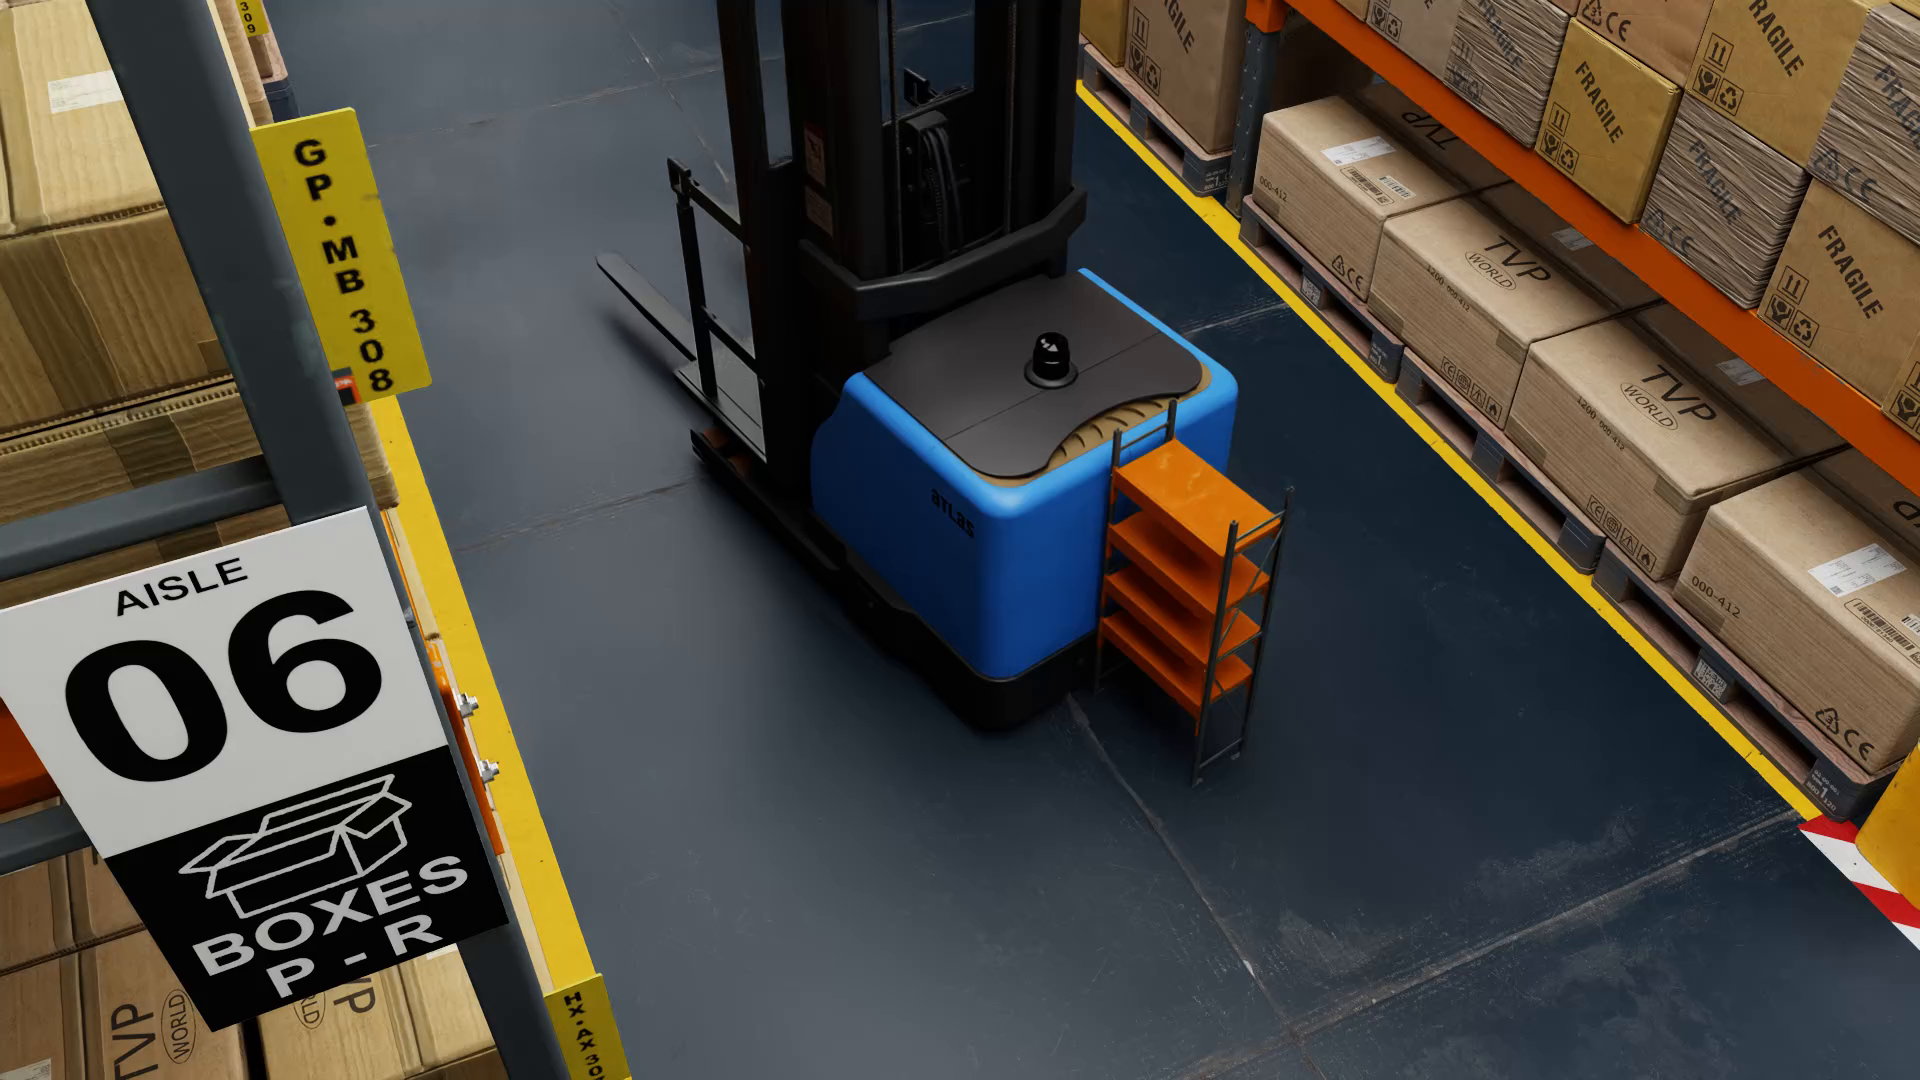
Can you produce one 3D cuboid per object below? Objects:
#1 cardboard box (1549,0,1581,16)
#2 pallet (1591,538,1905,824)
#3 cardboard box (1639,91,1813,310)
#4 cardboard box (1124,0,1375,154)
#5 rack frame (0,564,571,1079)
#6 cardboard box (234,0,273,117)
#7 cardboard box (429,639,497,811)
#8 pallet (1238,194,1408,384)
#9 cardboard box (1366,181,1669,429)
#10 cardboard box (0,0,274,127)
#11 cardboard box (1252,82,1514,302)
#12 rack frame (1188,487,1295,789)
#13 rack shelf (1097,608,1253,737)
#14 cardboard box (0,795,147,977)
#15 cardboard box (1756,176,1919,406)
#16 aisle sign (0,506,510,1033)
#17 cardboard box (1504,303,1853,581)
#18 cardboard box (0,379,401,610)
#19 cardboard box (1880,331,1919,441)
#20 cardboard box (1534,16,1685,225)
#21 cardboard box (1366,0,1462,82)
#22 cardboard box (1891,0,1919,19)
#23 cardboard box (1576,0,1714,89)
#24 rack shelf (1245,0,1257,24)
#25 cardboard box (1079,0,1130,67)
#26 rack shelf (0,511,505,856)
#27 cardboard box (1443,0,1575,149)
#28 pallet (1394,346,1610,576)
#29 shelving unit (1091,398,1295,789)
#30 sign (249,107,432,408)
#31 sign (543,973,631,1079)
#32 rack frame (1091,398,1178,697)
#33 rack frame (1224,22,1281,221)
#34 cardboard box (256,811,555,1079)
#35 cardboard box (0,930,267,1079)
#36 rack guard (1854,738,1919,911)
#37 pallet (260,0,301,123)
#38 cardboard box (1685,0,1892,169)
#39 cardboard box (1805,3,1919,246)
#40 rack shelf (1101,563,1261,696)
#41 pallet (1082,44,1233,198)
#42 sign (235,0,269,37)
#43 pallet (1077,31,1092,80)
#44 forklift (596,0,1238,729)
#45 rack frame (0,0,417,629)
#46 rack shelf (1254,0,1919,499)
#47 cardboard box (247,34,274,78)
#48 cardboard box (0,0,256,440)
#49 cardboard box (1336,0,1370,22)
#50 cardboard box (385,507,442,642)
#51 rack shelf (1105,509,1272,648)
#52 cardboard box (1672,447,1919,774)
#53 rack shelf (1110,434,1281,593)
[{"bbox_3d":[2.118,-2.108,5.467,0.500,0.500,0.500,-17,47,-17],"label":"cardboard box"},{"bbox_3d":[3.000,0.311,5.785,1.003,0.211,1.213,-18,47,-17],"label":"pallet"},{"bbox_3d":[2.542,-1.110,5.168,0.500,0.500,0.500,-17,47,-16],"label":"cardboard box"},{"bbox_3d":[1.392,-2.509,7.871,0.875,0.875,0.875,-17,47,-16],"label":"cardboard box"},{"bbox_3d":[-1.094,1.273,2.825,1.000,3.000,0.127,-18,47,-17],"label":"rack frame"},{"bbox_3d":[-1.469,-0.859,2.744,0.500,0.250,0.500,-19,48,-19],"label":"cardboard box"},{"bbox_3d":[-1.253,0.530,3.472,0.500,0.250,0.500,-18,47,-17],"label":"cardboard box"},{"bbox_3d":[1.974,-1.244,7.361,1.003,0.211,1.213,-18,47,-17],"label":"pallet"},{"bbox_3d":[2.269,-0.980,6.633,0.875,0.438,0.875,-19,48,-19],"label":"cardboard box"},{"bbox_3d":[-1.250,-0.712,2.239,0.500,0.250,0.500,-18,47,-18],"label":"cardboard box"},{"bbox_3d":[1.892,-1.550,7.211,0.875,0.438,0.875,-19,48,-18],"label":"cardboard box"},{"bbox_3d":[0.846,0.331,5.061,0.240,1.200,0.015,-28,51,-26],"label":"rack frame"},{"bbox_3d":[0.698,0.384,5.386,0.258,0.148,0.480,-28,51,-26],"label":"rack shelf"},{"bbox_3d":[-1.744,0.676,3.324,0.500,0.250,0.500,-18,47,-17],"label":"cardboard box"},{"bbox_3d":[2.767,-0.785,4.838,0.500,0.500,0.500,-19,48,-18],"label":"cardboard box"},{"bbox_3d":[-0.799,0.304,1.955,0.394,0.787,0.004,-18,47,-17],"label":"aisle sign"},{"bbox_3d":[2.647,-0.405,6.050,0.875,0.438,0.875,-17,47,-16],"label":"cardboard box"},{"bbox_3d":[-1.033,-0.211,2.088,0.500,0.250,0.500,-19,48,-18],"label":"cardboard box"},{"bbox_3d":[2.965,-0.460,4.510,0.500,0.500,0.500,-18,47,-17],"label":"cardboard box"},{"bbox_3d":[2.313,-1.435,5.497,0.500,0.500,0.500,-17,47,-16],"label":"cardboard box"},{"bbox_3d":[1.893,-2.082,6.153,0.500,0.500,0.500,-18,47,-17],"label":"cardboard box"},{"bbox_3d":[2.693,-1.455,4.344,0.380,0.149,0.250,-17,47,-17],"label":"cardboard box"},{"bbox_3d":[2.328,-1.786,5.141,0.500,0.500,0.500,-18,47,-18],"label":"cardboard box"},{"bbox_3d":[0.885,-3.763,8.440,1.077,0.370,4.000,-18,47,-17],"label":"rack shelf"},{"bbox_3d":[1.006,-3.083,8.452,0.875,0.875,0.875,-17,47,-16],"label":"cardboard box"},{"bbox_3d":[-1.935,-0.814,3.315,1.077,0.370,4.000,-18,47,-17],"label":"rack shelf"},{"bbox_3d":[2.097,-1.763,5.830,0.500,0.500,0.500,-18,47,-17],"label":"cardboard box"},{"bbox_3d":[2.491,-0.466,6.572,1.003,0.211,1.213,-18,47,-17],"label":"pallet"},{"bbox_3d":[0.698,0.194,5.199,0.258,1.200,0.503,-28,51,-26],"label":"shelving unit"},{"bbox_3d":[-0.602,-0.267,1.627,0.100,0.325,0.005,-18,47,-17],"label":"sign"},{"bbox_3d":[-0.602,0.804,2.683,0.100,0.325,0.005,-18,47,-17],"label":"sign"},{"bbox_3d":[0.550,0.058,5.337,0.240,1.200,0.015,-28,51,-26],"label":"rack frame"},{"bbox_3d":[1.726,-2.745,6.896,1.000,3.000,0.127,-18,47,-17],"label":"rack frame"},{"bbox_3d":[-1.041,0.851,3.146,0.500,0.250,0.500,-18,47,-17],"label":"cardboard box"},{"bbox_3d":[-1.529,1.005,2.990,0.500,0.250,0.500,-17,47,-16],"label":"cardboard box"},{"bbox_3d":[3.418,0.709,5.175,1.175,0.500,0.348,-18,47,-17],"label":"rack guard"},{"bbox_3d":[-3.013,-1.750,6.024,1.003,0.211,1.213,-18,47,-17],"label":"pallet"},{"bbox_3d":[2.537,-1.465,4.816,0.500,0.500,0.500,-18,47,-18],"label":"cardboard box"},{"bbox_3d":[2.742,-1.148,4.495,0.500,0.500,0.500,-18,47,-17],"label":"cardboard box"},{"bbox_3d":[0.698,0.242,5.246,0.258,0.148,0.480,-28,51,-26],"label":"rack shelf"},{"bbox_3d":[1.333,-2.221,8.351,1.003,0.211,1.213,-18,47,-17],"label":"pallet"},{"bbox_3d":[-2.287,-1.750,5.271,0.100,0.325,0.005,-18,47,-17],"label":"sign"},{"bbox_3d":[0.816,-3.000,9.140,1.003,0.211,1.213,-18,47,-17],"label":"pallet"},{"bbox_3d":[-0.392,-1.405,5.587,1.130,2.935,3.031,-28,51,-26],"label":"forklift"},{"bbox_3d":[-1.094,-0.863,0.717,1.000,3.000,0.127,-18,47,-17],"label":"rack frame"},{"bbox_3d":[2.567,-1.214,5.857,1.077,0.370,4.000,-18,47,-17],"label":"rack shelf"},{"bbox_3d":[-2.777,-1.836,5.605,0.700,0.500,0.500,-17,47,-16],"label":"cardboard box"},{"bbox_3d":[-1.053,-0.382,1.905,0.500,0.250,0.500,-19,48,-18],"label":"cardboard box"},{"bbox_3d":[1.685,-2.404,6.479,0.500,0.500,0.500,-17,47,-16],"label":"cardboard box"},{"bbox_3d":[-1.469,0.208,3.798,0.500,0.250,0.500,-19,48,-18],"label":"cardboard box"},{"bbox_3d":[0.698,0.083,5.089,0.258,0.148,0.480,-28,51,-26],"label":"rack shelf"},{"bbox_3d":[3.039,0.176,5.461,0.875,0.438,0.875,-20,48,-19],"label":"cardboard box"},{"bbox_3d":[0.698,-0.085,4.923,0.258,0.148,0.480,-28,51,-26],"label":"rack shelf"}]
